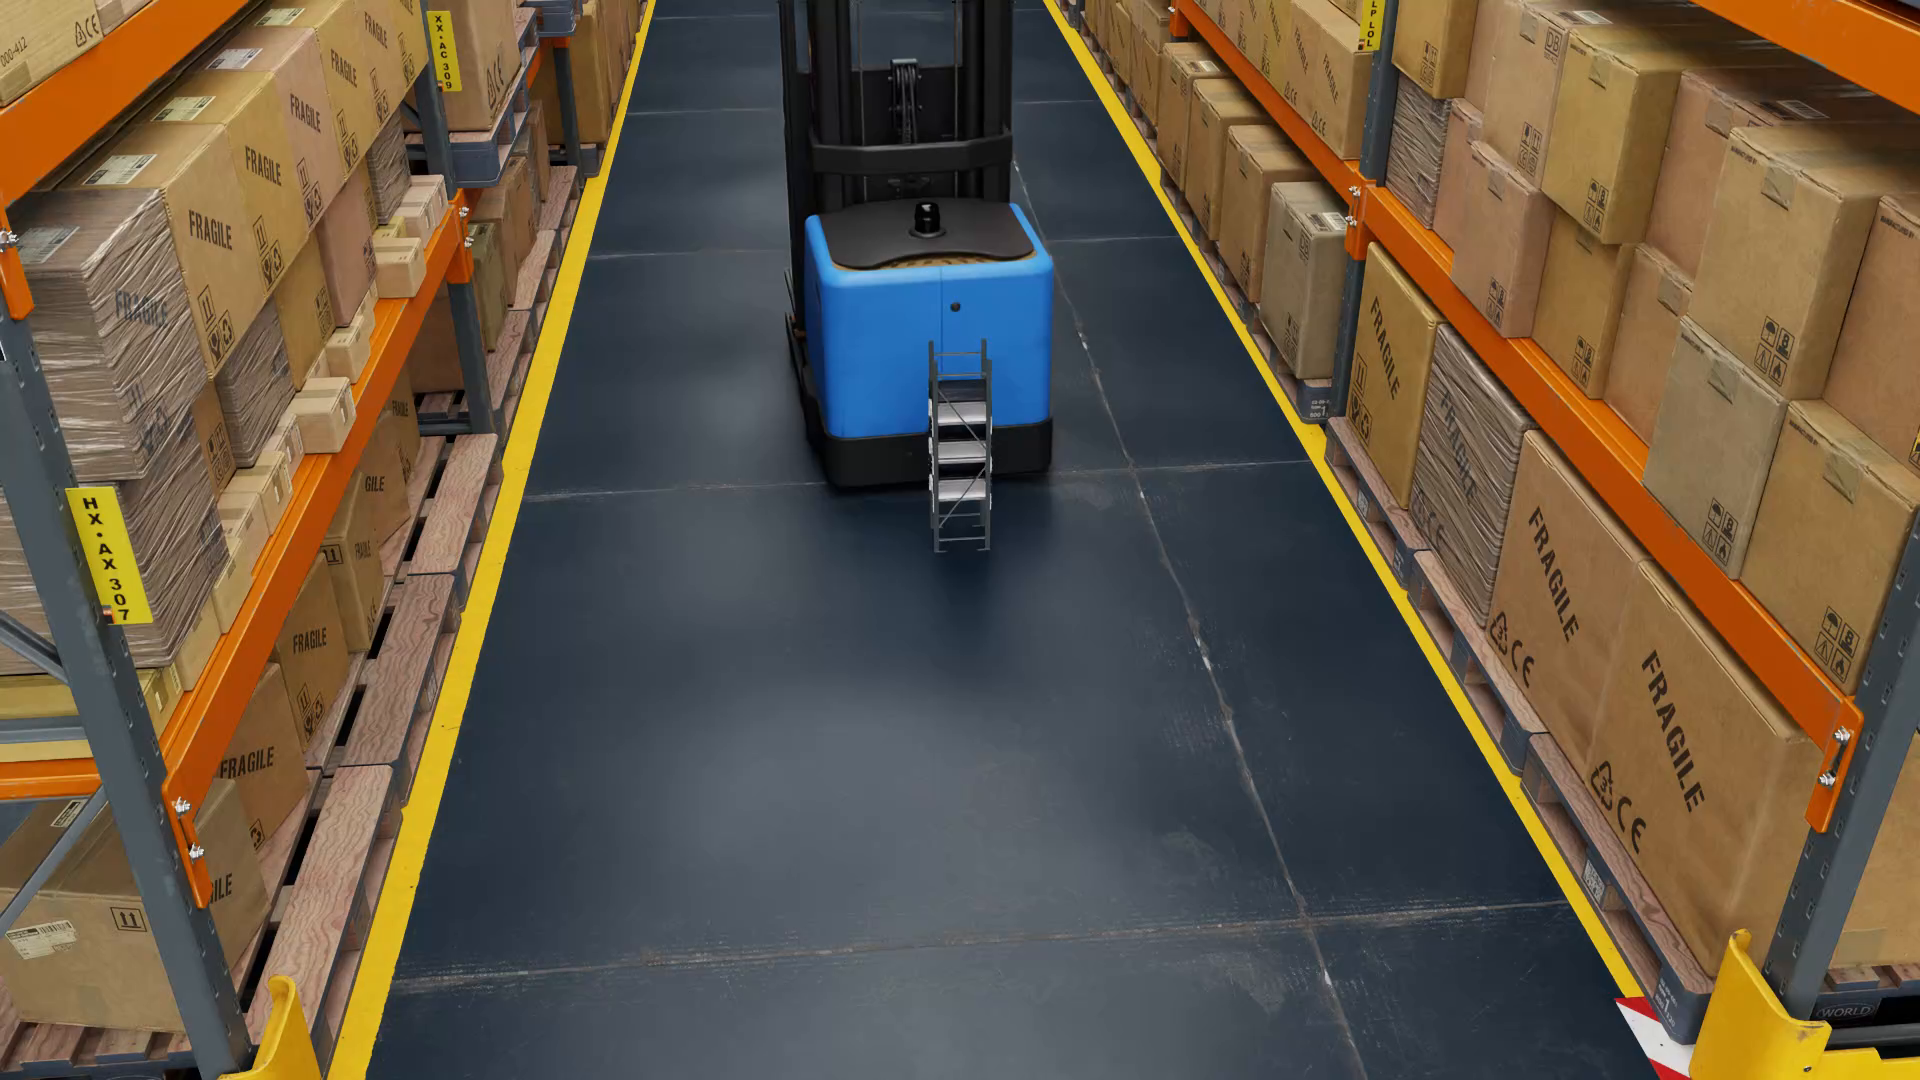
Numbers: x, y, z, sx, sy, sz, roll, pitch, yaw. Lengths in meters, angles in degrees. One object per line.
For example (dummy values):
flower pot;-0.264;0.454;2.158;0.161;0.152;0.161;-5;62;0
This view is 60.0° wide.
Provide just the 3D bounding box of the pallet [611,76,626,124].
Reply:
pallet;-3.149;-3.481;12.873;1.003;0.211;1.213;-3;31;-5

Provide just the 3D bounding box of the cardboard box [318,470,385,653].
cardboard box;-2.471;0.095;6.193;0.500;0.500;0.500;-5;31;-9

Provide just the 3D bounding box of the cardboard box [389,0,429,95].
cardboard box;-2.350;-1.992;6.297;0.500;0.500;0.500;-3;31;-5

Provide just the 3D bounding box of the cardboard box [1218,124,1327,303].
cardboard box;2.048;-1.815;9.147;1.050;0.750;0.750;-3;31;-5

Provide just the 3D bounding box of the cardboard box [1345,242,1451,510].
cardboard box;2.271;-0.739;7.224;0.875;0.875;0.875;-2;31;-4

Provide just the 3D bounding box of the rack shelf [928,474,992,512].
rack shelf;-0.001;-0.207;7.136;0.258;0.077;0.200;-3;31;-5

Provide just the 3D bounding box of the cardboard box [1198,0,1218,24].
cardboard box;1.732;-3.378;9.883;0.500;0.500;0.500;-3;31;-5

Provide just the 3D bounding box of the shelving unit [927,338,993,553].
shelving unit;-0.001;-0.390;7.026;0.258;0.900;0.210;-3;31;-5

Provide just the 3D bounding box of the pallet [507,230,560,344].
pallet;-2.857;-1.433;9.444;1.003;0.211;1.213;-3;31;-5

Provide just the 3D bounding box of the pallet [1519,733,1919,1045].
pallet;2.503;1.040;5.303;1.003;0.211;1.213;-3;31;-5

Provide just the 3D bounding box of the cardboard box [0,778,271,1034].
cardboard box;-2.334;1.007;4.668;0.500;0.500;0.500;3;31;5

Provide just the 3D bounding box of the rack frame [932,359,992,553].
rack frame;0.009;-0.339;6.939;0.240;0.900;0.006;-3;31;-5

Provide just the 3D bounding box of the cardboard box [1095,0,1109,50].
cardboard box;1.391;-4.326;13.596;0.500;0.500;0.500;-1;31;-2

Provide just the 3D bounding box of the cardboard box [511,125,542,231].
cardboard box;-2.892;-2.143;9.921;0.700;0.500;0.500;-5;31;-9

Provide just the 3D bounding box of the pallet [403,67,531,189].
pallet;-2.592;-1.924;7.732;1.003;0.211;1.213;-3;31;-5

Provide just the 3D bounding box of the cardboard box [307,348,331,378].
cardboard box;-2.280;-0.507;5.419;0.380;0.149;0.250;-3;31;-5

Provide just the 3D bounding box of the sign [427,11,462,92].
sign;-2.126;-2.010;6.846;0.100;0.325;0.005;-3;31;-5

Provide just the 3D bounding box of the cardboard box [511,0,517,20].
cardboard box;-2.615;-2.935;8.960;0.396;0.266;0.258;-4;31;-6

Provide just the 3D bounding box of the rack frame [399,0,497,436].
rack frame;-2.666;-1.609;7.018;1.000;3.000;0.127;-3;31;-5

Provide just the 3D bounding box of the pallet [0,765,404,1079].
pallet;-2.340;1.175;5.077;1.003;0.211;1.213;-3;31;-5

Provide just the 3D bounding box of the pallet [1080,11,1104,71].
pallet;1.609;-4.285;14.218;1.003;0.211;1.213;-3;31;-5

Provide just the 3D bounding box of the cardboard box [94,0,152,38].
cardboard box;-2.134;-1.311;3.742;0.500;0.250;0.500;-3;31;-6

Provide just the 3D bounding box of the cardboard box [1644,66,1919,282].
cardboard box;2.600;-1.041;4.868;0.875;0.550;0.550;-3;31;-5

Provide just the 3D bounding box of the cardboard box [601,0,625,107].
cardboard box;-3.159;-3.728;12.229;1.225;0.875;0.875;-3;31;-4

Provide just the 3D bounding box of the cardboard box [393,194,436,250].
cardboard box;-2.339;-1.277;6.708;0.380;0.149;0.250;-3;31;-5

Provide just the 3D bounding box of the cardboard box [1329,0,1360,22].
cardboard box;2.180;-2.783;7.911;0.700;0.500;0.500;-3;31;-5

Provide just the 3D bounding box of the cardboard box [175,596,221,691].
cardboard box;-2.085;0.256;4.142;0.380;0.149;0.250;-3;31;-5

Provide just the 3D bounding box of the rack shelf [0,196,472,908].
rack shelf;-2.479;-0.279;5.493;1.077;0.370;4.000;-3;31;-5

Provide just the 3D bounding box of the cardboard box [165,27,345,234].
cardboard box;-2.213;-1.226;5.015;0.500;0.500;0.500;-3;31;-5

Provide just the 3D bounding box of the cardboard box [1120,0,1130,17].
cardboard box;1.494;-4.120;12.520;0.500;0.250;0.500;-2;31;-3

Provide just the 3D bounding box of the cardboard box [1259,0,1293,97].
cardboard box;1.873;-2.607;8.593;0.500;0.500;0.500;-2;31;-4

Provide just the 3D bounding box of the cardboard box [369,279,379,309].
cardboard box;-2.349;-0.890;6.061;0.380;0.149;0.250;-3;31;-5

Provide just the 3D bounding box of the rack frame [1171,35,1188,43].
rack frame;1.908;-3.837;10.749;1.000;3.000;0.127;-3;31;-5

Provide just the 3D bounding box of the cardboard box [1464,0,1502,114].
cardboard box;2.450;-1.858;6.236;0.875;0.550;0.550;-3;31;-5

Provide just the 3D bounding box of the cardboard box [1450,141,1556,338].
cardboard box;2.336;-1.110;6.038;0.875;0.550;0.550;-3;31;-5

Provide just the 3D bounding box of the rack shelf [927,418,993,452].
rack shelf;-0.001;-0.439;6.997;0.258;0.077;0.200;-3;31;-5

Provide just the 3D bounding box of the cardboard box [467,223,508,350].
cardboard box;-2.727;-1.284;8.482;0.700;0.500;0.500;-3;31;-5

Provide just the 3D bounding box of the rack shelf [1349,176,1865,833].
rack shelf;2.469;-0.465;5.805;1.077;0.370;4.000;-3;31;-5

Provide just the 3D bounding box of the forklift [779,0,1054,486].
forklift;-0.338;-2.241;8.144;1.130;2.935;3.031;-5;31;-9

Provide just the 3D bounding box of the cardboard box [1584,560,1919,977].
cardboard box;2.527;0.636;4.922;0.875;0.875;0.875;-3;31;-4

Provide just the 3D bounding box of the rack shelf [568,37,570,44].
rack shelf;-3.226;-4.363;12.331;1.077;0.370;4.000;-3;31;-5

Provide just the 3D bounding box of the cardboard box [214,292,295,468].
cardboard box;-2.486;-0.526;4.818;0.875;0.500;0.500;-3;31;-5

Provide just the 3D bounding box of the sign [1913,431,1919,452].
sign;2.114;-0.333;3.521;0.100;0.325;0.005;-3;31;-5

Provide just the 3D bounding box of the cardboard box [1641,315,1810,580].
cardboard box;2.503;-0.284;4.654;0.875;0.550;0.550;-3;31;-5

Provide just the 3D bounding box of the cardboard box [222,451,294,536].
cardboard box;-2.154;-0.127;4.783;0.380;0.149;0.250;-3;31;-5

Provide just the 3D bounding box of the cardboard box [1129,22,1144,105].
cardboard box;1.542;-3.533;12.268;0.500;0.500;0.500;-2;31;-3

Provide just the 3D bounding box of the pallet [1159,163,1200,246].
pallet;1.907;-2.234;10.784;1.003;0.211;1.213;-3;31;-5

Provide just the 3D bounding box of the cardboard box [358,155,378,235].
cardboard box;-2.673;-1.290;6.097;0.875;0.500;0.500;-3;31;-5

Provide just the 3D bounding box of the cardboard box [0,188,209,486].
cardboard box;-2.072;-0.460;3.733;0.500;0.500;0.500;-3;31;-5
